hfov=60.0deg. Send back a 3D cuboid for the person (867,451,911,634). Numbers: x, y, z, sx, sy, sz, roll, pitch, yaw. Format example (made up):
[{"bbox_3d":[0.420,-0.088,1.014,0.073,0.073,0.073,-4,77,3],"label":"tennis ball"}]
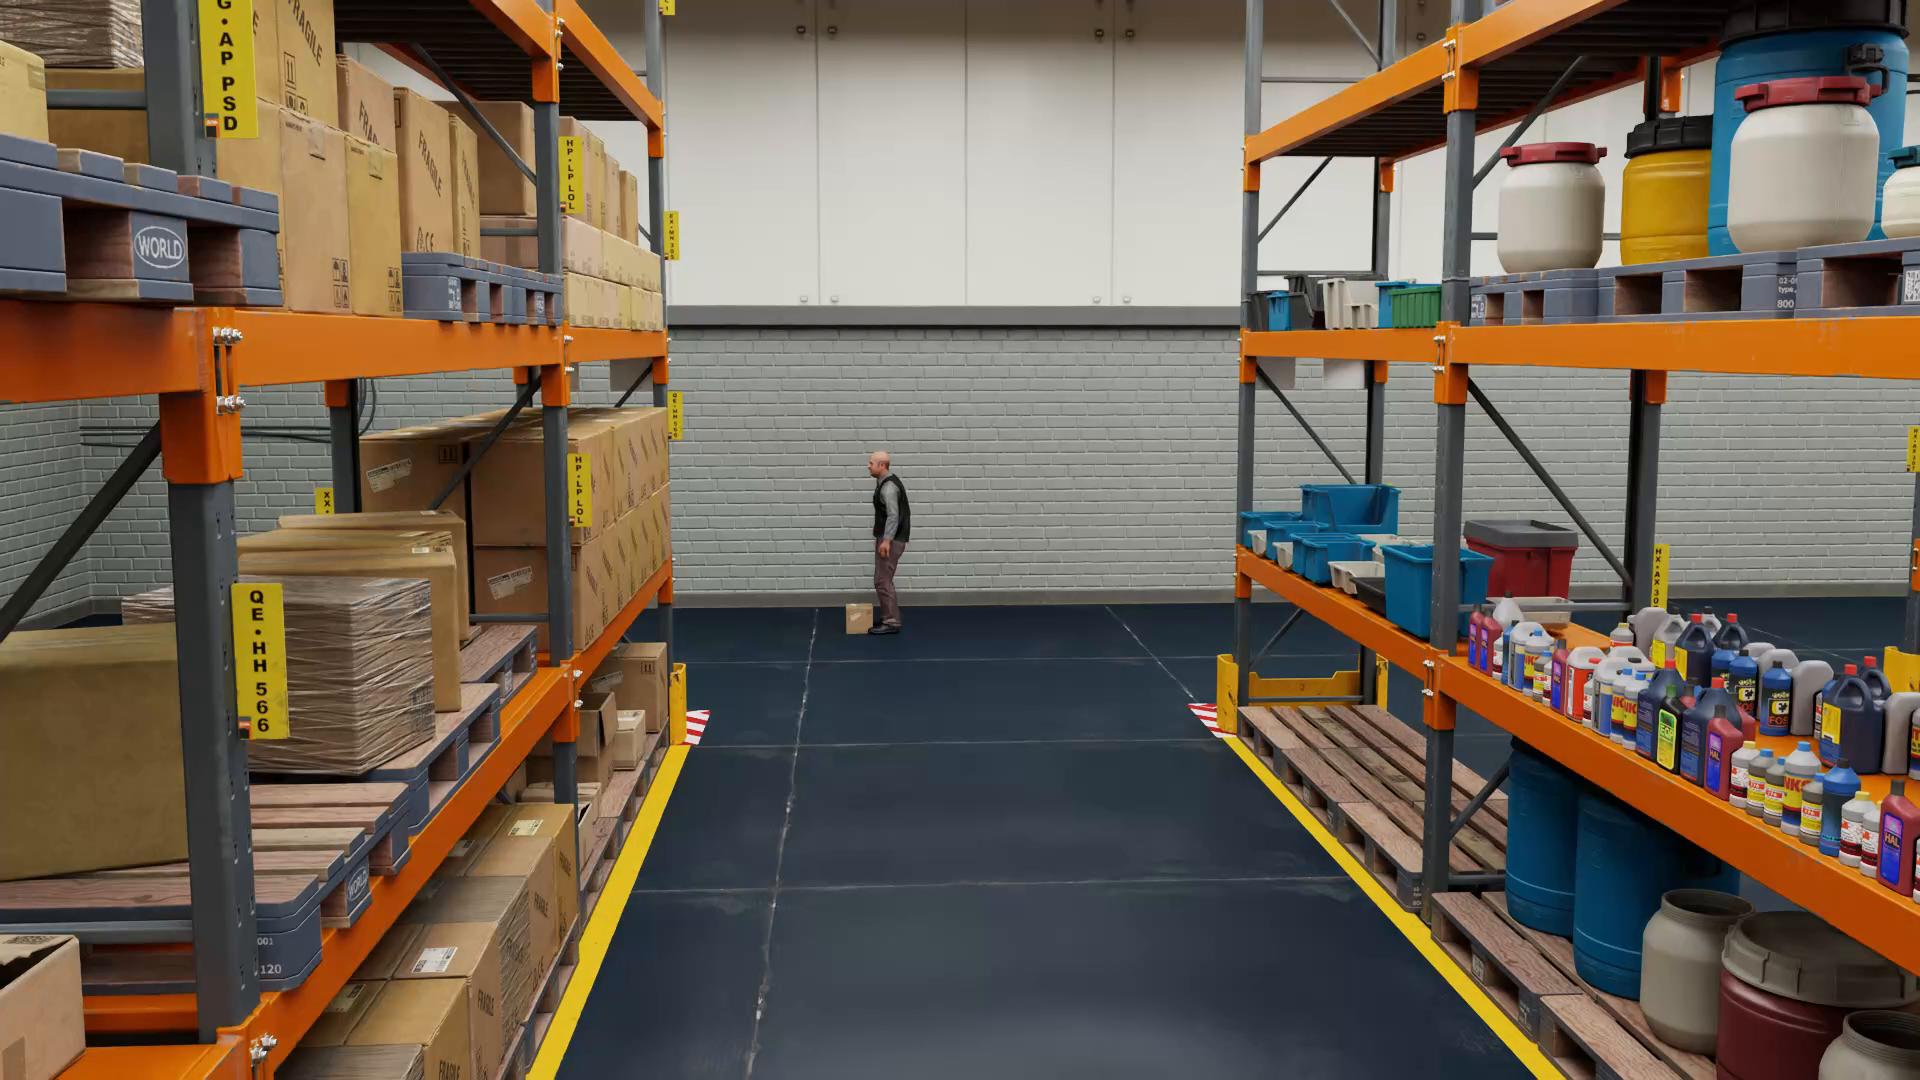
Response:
[{"bbox_3d":[-0.677,0.064,15.726,0.418,1.621,0.594,-1,7,-6],"label":"person"}]
